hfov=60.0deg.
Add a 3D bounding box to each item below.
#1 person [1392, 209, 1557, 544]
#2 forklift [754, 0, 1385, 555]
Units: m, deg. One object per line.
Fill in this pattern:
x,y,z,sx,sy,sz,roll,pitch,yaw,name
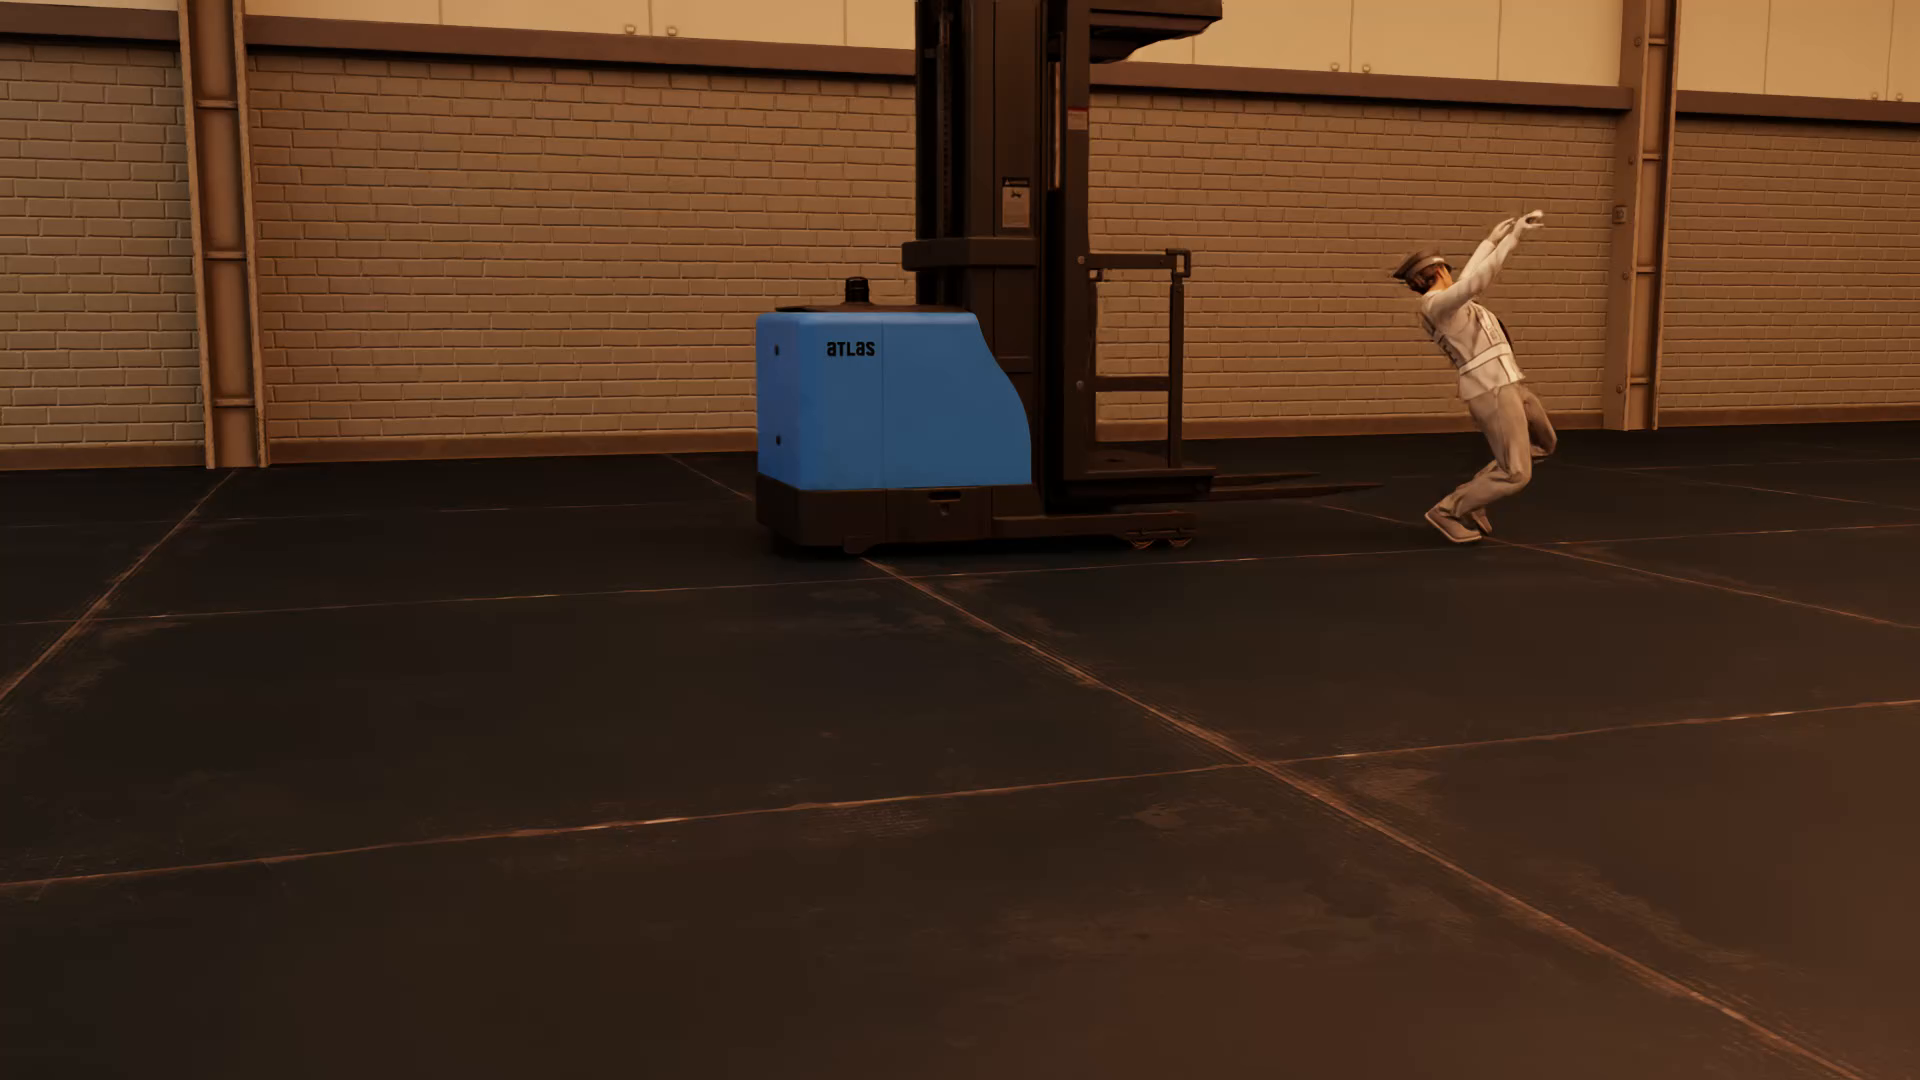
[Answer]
2.423,-0.761,7.865,0.761,1.530,0.876,3,8,23,person
0.582,-1.482,7.944,3.031,2.935,1.130,-3,8,-19,forklift
